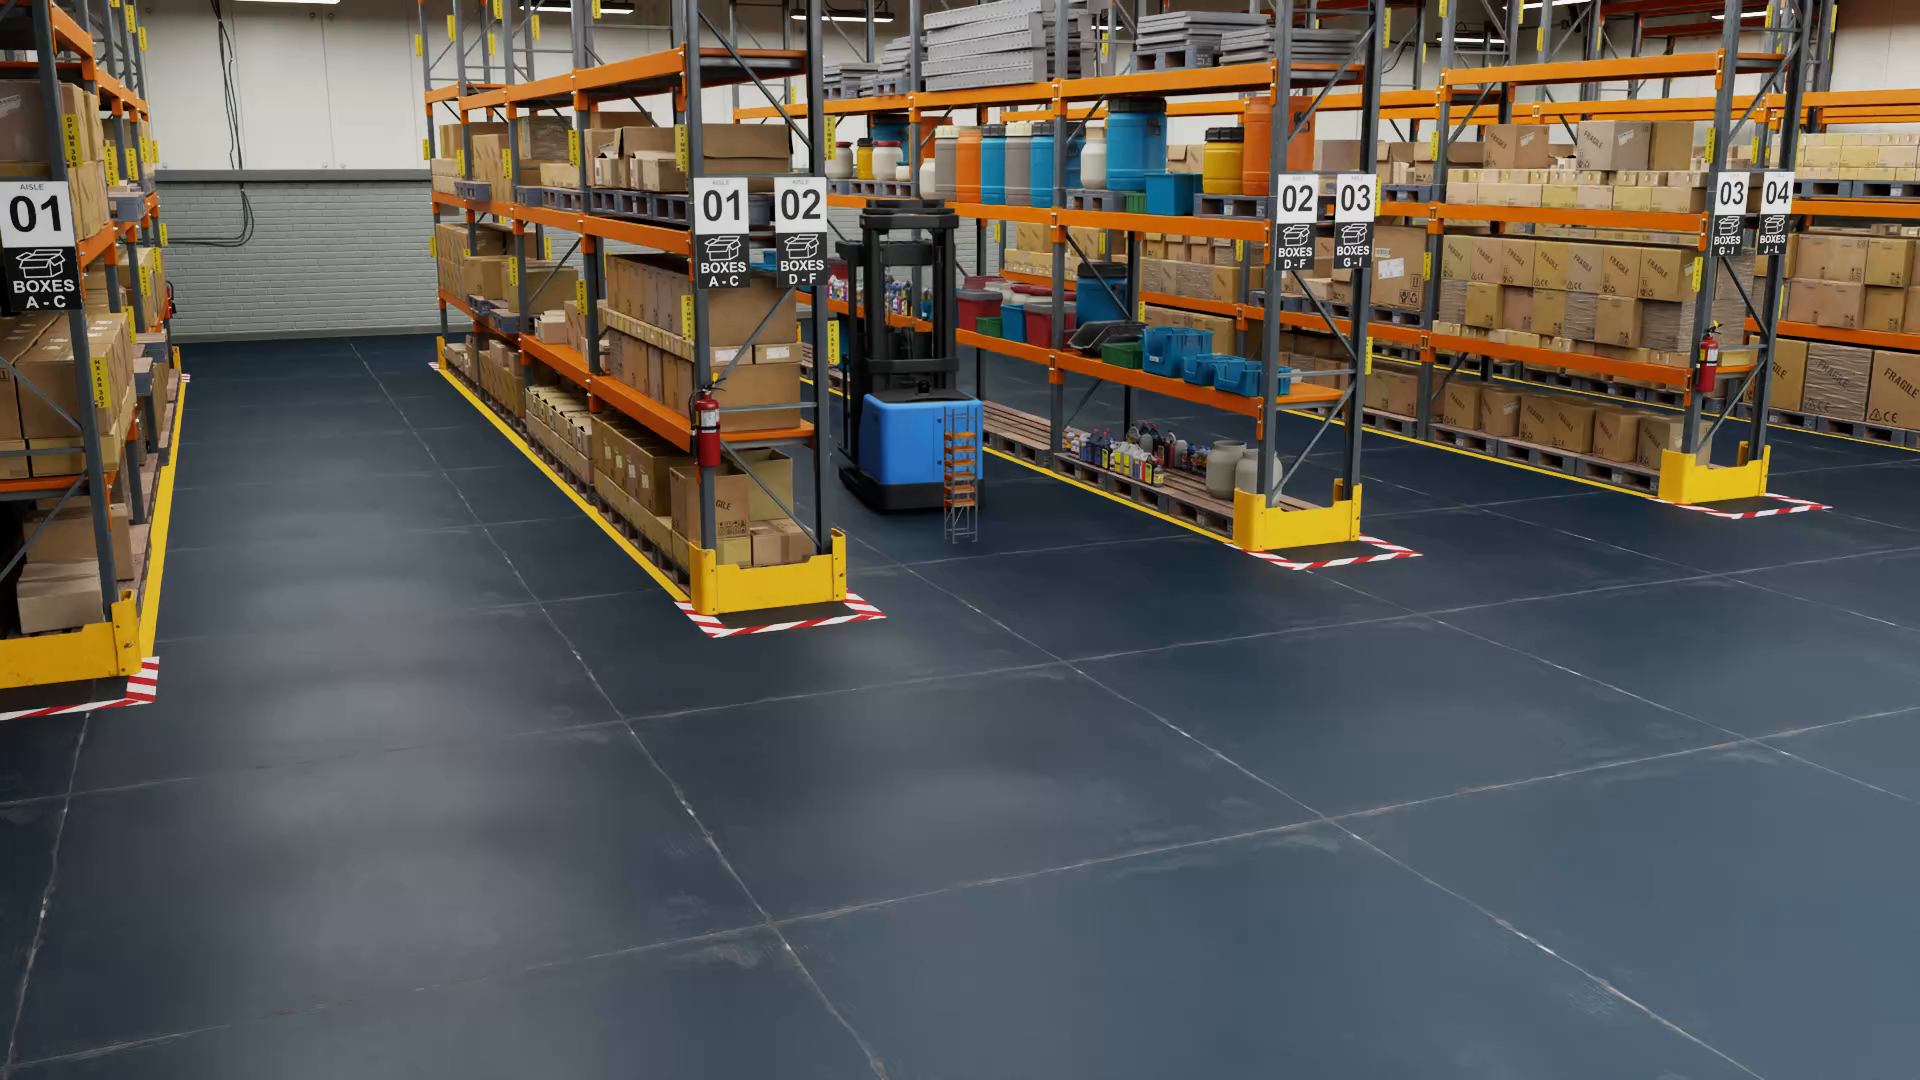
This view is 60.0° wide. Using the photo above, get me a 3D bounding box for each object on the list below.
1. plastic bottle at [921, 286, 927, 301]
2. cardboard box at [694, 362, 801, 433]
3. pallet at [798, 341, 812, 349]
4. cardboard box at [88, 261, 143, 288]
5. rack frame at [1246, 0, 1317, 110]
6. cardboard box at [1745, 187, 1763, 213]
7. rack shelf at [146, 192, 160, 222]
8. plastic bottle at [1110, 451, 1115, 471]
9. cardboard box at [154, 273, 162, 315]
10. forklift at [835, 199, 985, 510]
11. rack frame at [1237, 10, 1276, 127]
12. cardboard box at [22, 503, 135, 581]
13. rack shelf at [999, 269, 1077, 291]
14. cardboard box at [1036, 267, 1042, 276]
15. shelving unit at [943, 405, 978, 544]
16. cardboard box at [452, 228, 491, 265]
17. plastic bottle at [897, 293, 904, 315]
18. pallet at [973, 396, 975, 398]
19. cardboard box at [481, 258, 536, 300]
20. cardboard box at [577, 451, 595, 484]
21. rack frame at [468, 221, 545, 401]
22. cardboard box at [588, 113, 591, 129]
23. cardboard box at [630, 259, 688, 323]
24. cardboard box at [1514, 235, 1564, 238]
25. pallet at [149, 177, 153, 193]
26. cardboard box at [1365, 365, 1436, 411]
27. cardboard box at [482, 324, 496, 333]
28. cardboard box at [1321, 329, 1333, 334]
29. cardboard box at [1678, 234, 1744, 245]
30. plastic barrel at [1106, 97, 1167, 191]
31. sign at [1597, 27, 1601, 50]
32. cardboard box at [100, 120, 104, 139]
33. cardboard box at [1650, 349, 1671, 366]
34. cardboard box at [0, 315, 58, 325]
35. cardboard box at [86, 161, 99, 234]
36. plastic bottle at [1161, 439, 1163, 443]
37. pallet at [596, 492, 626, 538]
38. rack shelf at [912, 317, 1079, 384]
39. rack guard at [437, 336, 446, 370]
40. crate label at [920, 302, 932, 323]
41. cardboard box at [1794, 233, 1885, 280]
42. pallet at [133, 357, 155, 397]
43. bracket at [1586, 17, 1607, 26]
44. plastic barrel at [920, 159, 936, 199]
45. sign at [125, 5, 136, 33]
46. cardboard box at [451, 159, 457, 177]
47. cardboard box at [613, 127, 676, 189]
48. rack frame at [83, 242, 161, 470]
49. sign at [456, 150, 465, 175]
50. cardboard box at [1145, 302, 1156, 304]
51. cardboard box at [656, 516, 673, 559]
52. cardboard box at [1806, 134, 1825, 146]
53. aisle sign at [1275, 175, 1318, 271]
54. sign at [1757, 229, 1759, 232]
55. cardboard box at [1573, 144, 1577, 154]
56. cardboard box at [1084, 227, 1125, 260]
[{"bbox_3d":[-0.501,-3.408,23.228,0.097,0.271,0.097,0,13,0],"label":"plastic bottle"},{"bbox_3d":[-1.650,-1.134,12.895,0.700,0.500,0.500,-6,14,-23],"label":"cardboard box"},{"bbox_3d":[-3.049,-3.208,28.261,1.003,0.211,1.213,-6,14,-23],"label":"pallet"},{"bbox_3d":[-9.174,-2.884,18.090,0.500,0.250,0.500,-5,14,-22],"label":"cardboard box"},{"bbox_3d":[4.399,-6.457,22.813,1.000,3.000,0.127,-6,14,-23],"label":"rack frame"},{"bbox_3d":[7.647,-3.393,16.557,0.500,0.250,0.500,-5,14,-21],"label":"cardboard box"},{"bbox_3d":[-11.620,-4.543,22.789,1.077,0.370,4.000,-6,14,-23],"label":"rack shelf"},{"bbox_3d":[1.574,-0.808,16.939,0.097,0.201,0.097,0,13,0],"label":"plastic bottle"},{"bbox_3d":[-11.021,-3.278,21.717,0.980,0.700,0.700,-5,14,-22],"label":"cardboard box"},{"bbox_3d":[-0.643,-2.001,17.016,1.130,2.935,3.031,-4,13,-15],"label":"forklift"},{"bbox_3d":[5.779,-8.537,31.799,1.000,3.000,0.127,-6,14,-23],"label":"rack frame"},{"bbox_3d":[-6.683,0.039,12.617,0.700,0.500,0.500,-7,15,-27],"label":"cardboard box"},{"bbox_3d":[1.995,-4.424,28.926,1.077,0.370,4.000,-6,14,-23],"label":"rack shelf"},{"bbox_3d":[1.551,-4.696,29.066,0.380,0.149,0.250,-6,14,-24],"label":"cardboard box"},{"bbox_3d":[0.006,-0.582,14.722,0.258,1.200,0.189,-6,14,-23],"label":"shelving unit"},{"bbox_3d":[-7.131,-4.294,24.330,0.500,0.500,0.500,-6,14,-23],"label":"cardboard box"},{"bbox_3d":[-0.785,-3.123,21.970,0.061,0.283,0.133,-6,14,-23],"label":"plastic bottle"},{"bbox_3d":[-0.493,-1.888,22.558,1.003,0.211,1.213,-6,14,-23],"label":"pallet"},{"bbox_3d":[-5.963,-3.466,22.039,0.700,0.500,0.500,-3,13,-14],"label":"cardboard box"},{"bbox_3d":[-3.509,-0.739,16.575,0.500,0.250,0.500,-6,14,-24],"label":"cardboard box"},{"bbox_3d":[-6.282,-3.467,23.197,1.000,3.000,0.127,-6,14,-23],"label":"rack frame"},{"bbox_3d":[-3.537,-4.019,16.668,0.500,0.500,0.500,-4,14,-18],"label":"cardboard box"},{"bbox_3d":[-2.490,-2.196,14.607,0.700,0.500,0.500,-6,14,-23],"label":"cardboard box"},{"bbox_3d":[6.635,-3.218,19.021,0.500,0.500,0.500,-6,14,-23],"label":"cardboard box"},{"bbox_3d":[-11.622,-4.859,22.754,1.003,0.211,1.213,-6,14,-23],"label":"pallet"},{"bbox_3d":[5.601,-1.934,21.140,0.700,0.500,0.500,-6,14,-23],"label":"cardboard box"},{"bbox_3d":[-7.441,-3.200,26.611,0.500,0.500,0.500,-6,14,-23],"label":"cardboard box"},{"bbox_3d":[6.720,-3.764,29.872,0.380,0.149,0.250,-6,14,-25],"label":"cardboard box"},{"bbox_3d":[10.174,-3.879,22.539,0.700,0.500,0.500,-6,14,-24],"label":"cardboard box"},{"bbox_3d":[1.764,-3.956,16.613,0.600,0.901,0.708,-6,14,-23],"label":"plastic barrel"},{"bbox_3d":[9.491,-7.467,24.755,0.100,0.325,0.005,-6,14,-23],"label":"sign"},{"bbox_3d":[-10.587,-4.915,19.940,0.500,0.250,0.500,-5,14,-19],"label":"cardboard box"},{"bbox_3d":[7.201,-1.851,16.773,0.380,0.149,0.250,-6,14,-23],"label":"cardboard box"},{"bbox_3d":[-7.618,-1.552,13.548,0.500,0.500,0.500,-6,14,-24],"label":"cardboard box"},{"bbox_3d":[-6.311,-2.372,11.548,0.500,0.500,0.500,-5,14,-20],"label":"cardboard box"},{"bbox_3d":[2.165,-0.975,17.479,0.061,0.283,0.133,-5,14,-19],"label":"plastic bottle"},{"bbox_3d":[-2.797,-0.288,15.644,1.003,0.211,1.213,-6,14,-23],"label":"pallet"},{"bbox_3d":[0.662,-2.323,19.852,1.077,0.370,4.000,-6,14,-23],"label":"rack shelf"},{"bbox_3d":[-7.854,-3.060,26.982,1.175,0.500,0.348,-6,14,-23],"label":"rack guard"},{"bbox_3d":[-0.314,-2.885,21.053,0.303,0.233,0.416,-6,14,-23],"label":"crate label"},{"bbox_3d":[11.029,-3.552,20.837,0.875,0.550,0.550,-6,14,-23],"label":"cardboard box"},{"bbox_3d":[-7.787,-1.443,14.880,1.003,0.211,1.213,-6,14,-23],"label":"pallet"},{"bbox_3d":[14.408,-11.729,37.606,0.235,0.232,0.430,-6,14,-23],"label":"bracket"},{"bbox_3d":[-0.296,-4.511,20.808,0.421,0.512,0.421,0,13,0],"label":"plastic barrel"},{"bbox_3d":[-10.327,-6.487,20.692,0.100,0.325,0.005,-6,14,-23],"label":"sign"},{"bbox_3d":[-6.923,-5.278,23.595,0.500,0.250,0.500,-6,14,-23],"label":"cardboard box"},{"bbox_3d":[-2.533,-3.247,14.123,0.797,0.503,0.637,-4,14,-17],"label":"cardboard box"},{"bbox_3d":[-9.217,-2.192,17.690,1.000,3.000,0.127,-6,14,-23],"label":"rack frame"},{"bbox_3d":[-6.776,-5.130,22.582,0.100,0.325,0.005,-6,14,-23],"label":"sign"},{"bbox_3d":[3.071,-3.400,26.688,1.225,0.875,0.875,-6,14,-23],"label":"cardboard box"},{"bbox_3d":[-2.172,-0.039,13.553,0.500,0.250,0.500,-6,14,-23],"label":"cardboard box"},{"bbox_3d":[10.625,-4.905,20.394,0.380,0.149,0.250,-6,14,-23],"label":"cardboard box"},{"bbox_3d":[2.822,-2.659,13.941,0.394,0.787,0.004,-6,14,-23],"label":"aisle sign"},{"bbox_3d":[12.972,-4.943,27.006,0.100,0.325,0.005,-6,14,-23],"label":"sign"},{"bbox_3d":[11.834,-7.160,31.126,0.500,0.500,0.500,-5,14,-22],"label":"cardboard box"},{"bbox_3d":[2.367,-4.869,27.265,0.500,0.500,0.500,-5,14,-21],"label":"cardboard box"}]
